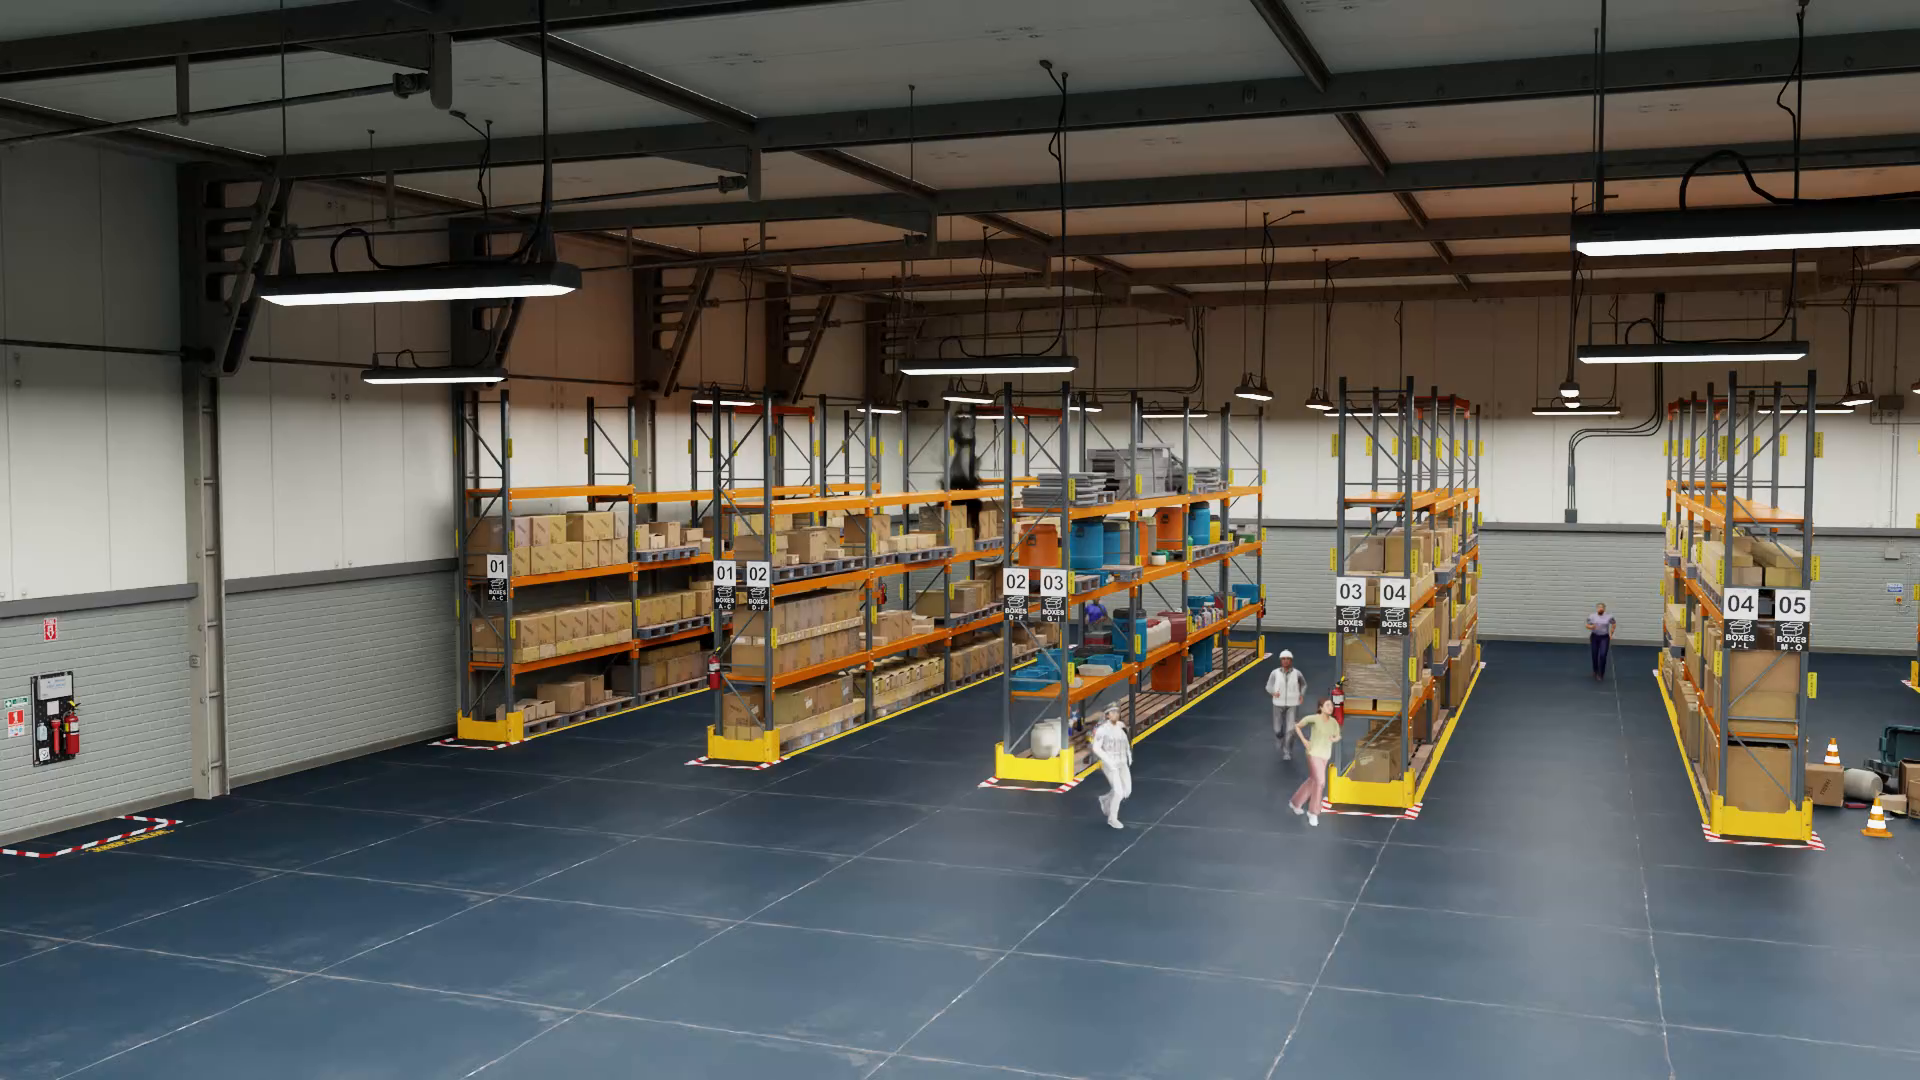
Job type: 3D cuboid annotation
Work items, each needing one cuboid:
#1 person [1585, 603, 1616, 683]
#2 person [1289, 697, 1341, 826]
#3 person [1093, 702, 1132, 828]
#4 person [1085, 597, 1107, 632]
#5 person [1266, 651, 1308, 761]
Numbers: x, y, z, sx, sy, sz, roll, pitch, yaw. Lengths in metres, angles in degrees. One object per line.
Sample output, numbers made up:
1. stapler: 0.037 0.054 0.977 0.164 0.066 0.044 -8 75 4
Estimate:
1. person: 13.815 2.193 35.907 0.608 1.694 0.820 2 4 30
2. person: 4.805 2.958 22.449 0.594 1.723 0.695 -2 4 -29
3. person: 2.023 2.965 22.080 0.618 1.668 0.511 -2 4 -36
4. person: 3.127 2.056 38.668 0.560 1.617 0.599 0 3 6
5. person: 5.279 2.655 26.875 0.669 1.737 0.789 1 3 12
